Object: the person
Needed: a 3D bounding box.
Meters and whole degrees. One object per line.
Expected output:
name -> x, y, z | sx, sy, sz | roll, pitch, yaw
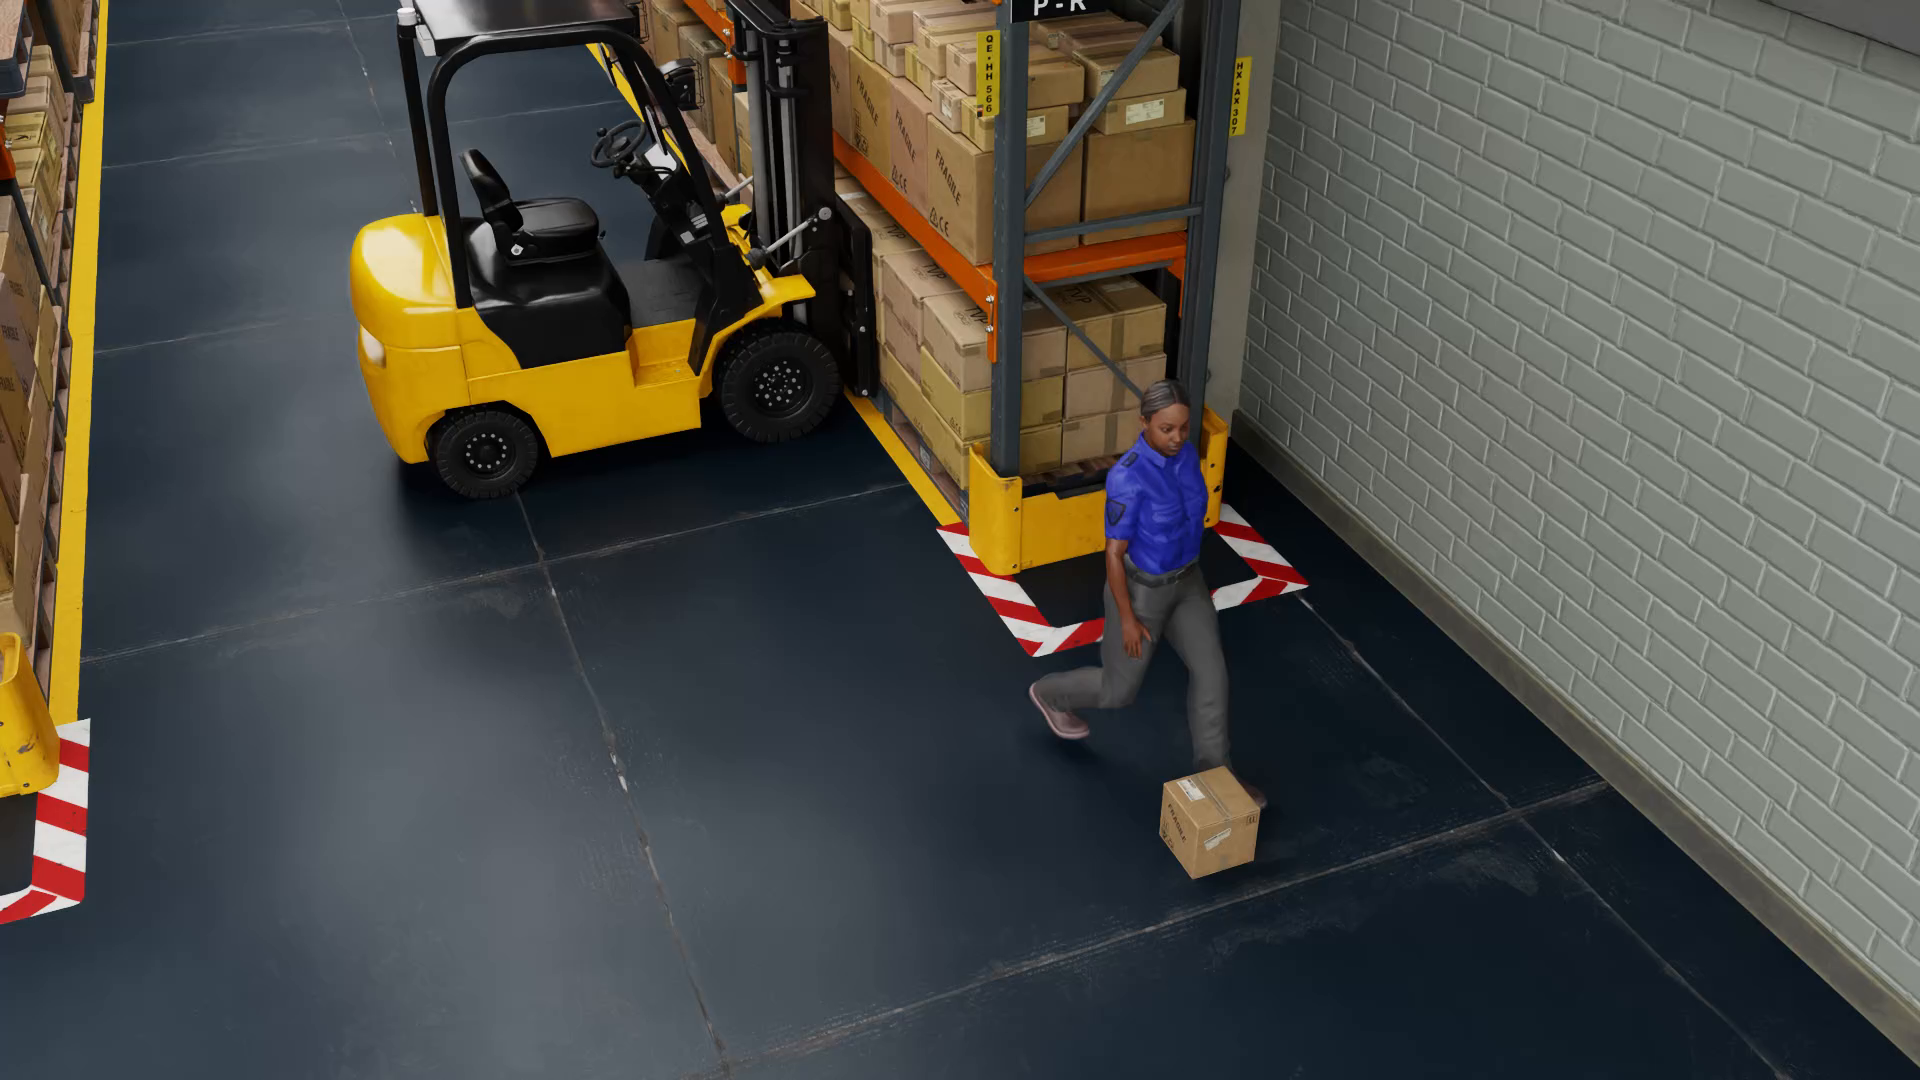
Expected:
person -> 0.725, 0.188, 5.896 | 0.485, 1.607, 0.957 | -26, 42, -34
